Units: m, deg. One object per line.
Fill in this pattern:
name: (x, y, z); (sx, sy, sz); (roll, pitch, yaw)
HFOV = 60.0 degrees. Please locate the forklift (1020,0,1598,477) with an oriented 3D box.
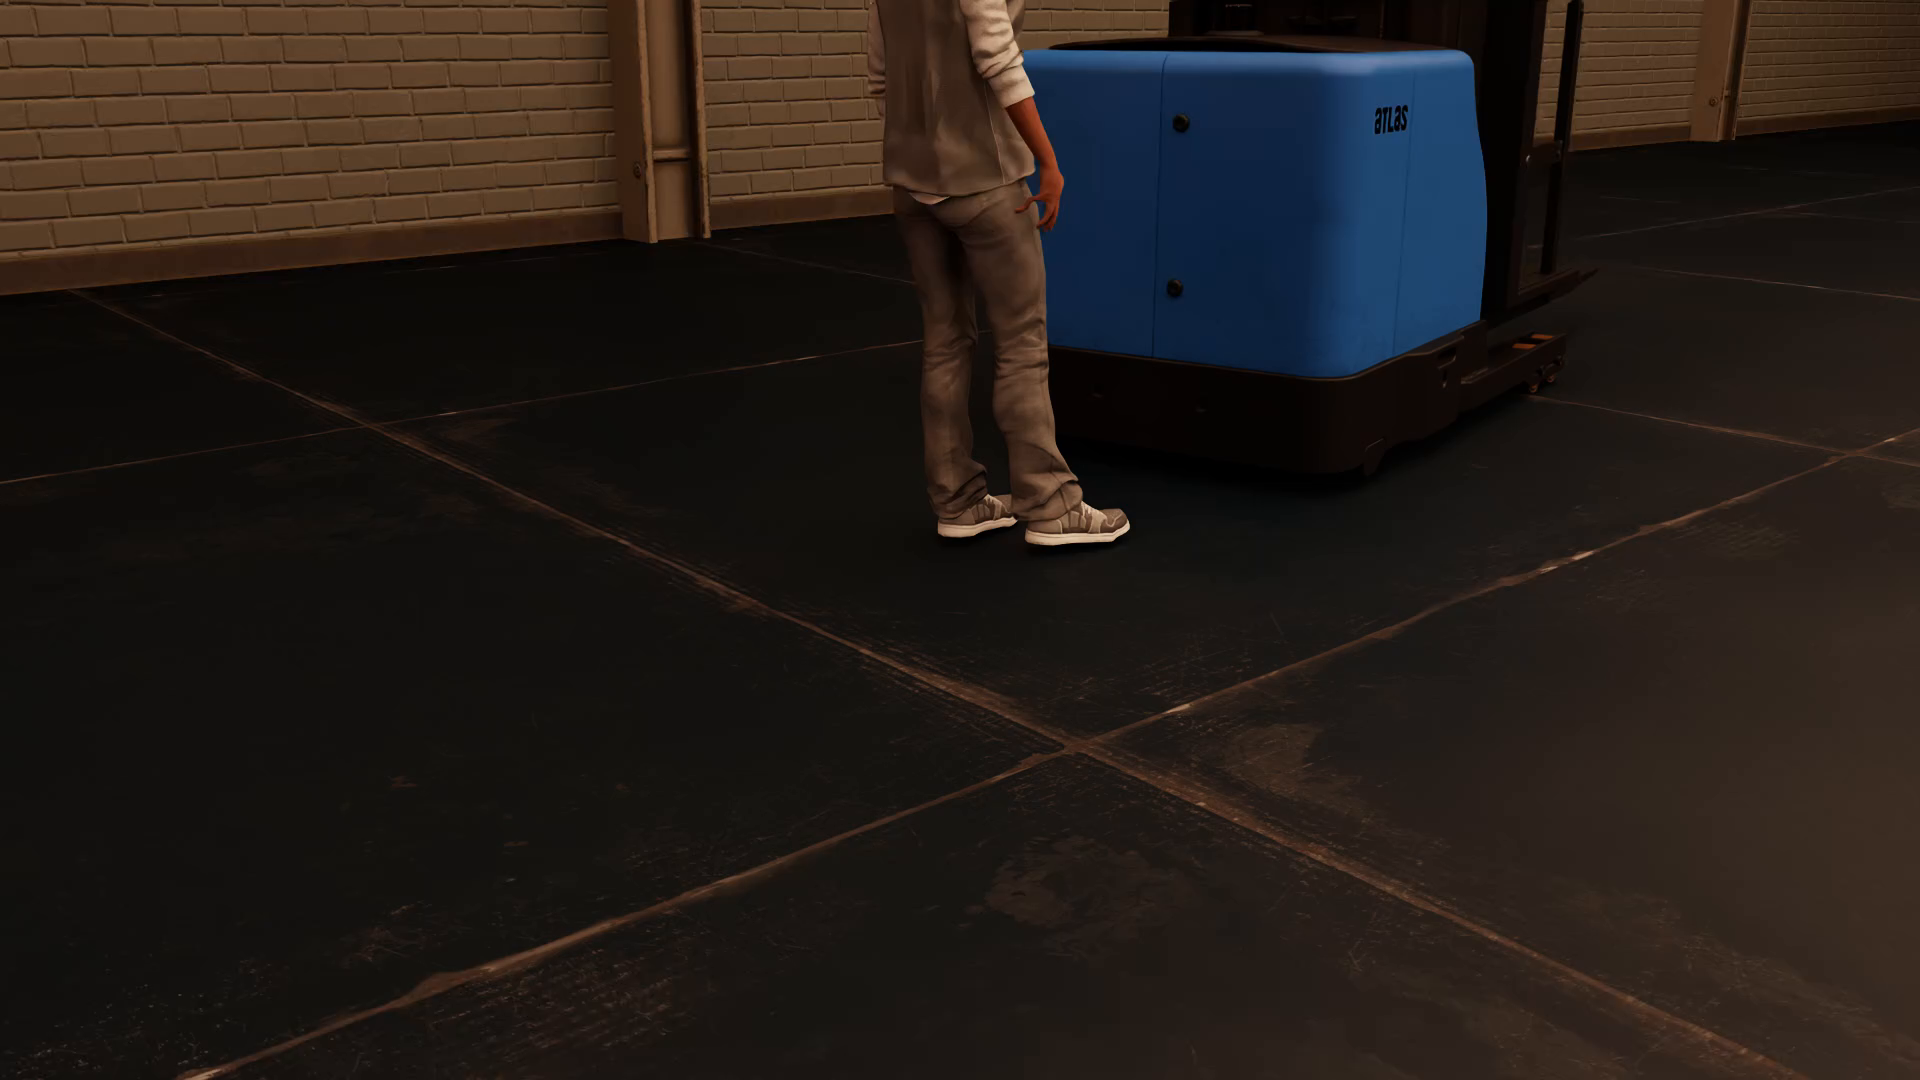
forklift: (1.357, -1.941, 5.144); (1.130, 2.935, 3.031); (12, 21, 33)

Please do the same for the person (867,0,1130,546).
person: (0.066, -0.780, 3.644); (0.473, 1.599, 0.521); (-14, 22, -38)
